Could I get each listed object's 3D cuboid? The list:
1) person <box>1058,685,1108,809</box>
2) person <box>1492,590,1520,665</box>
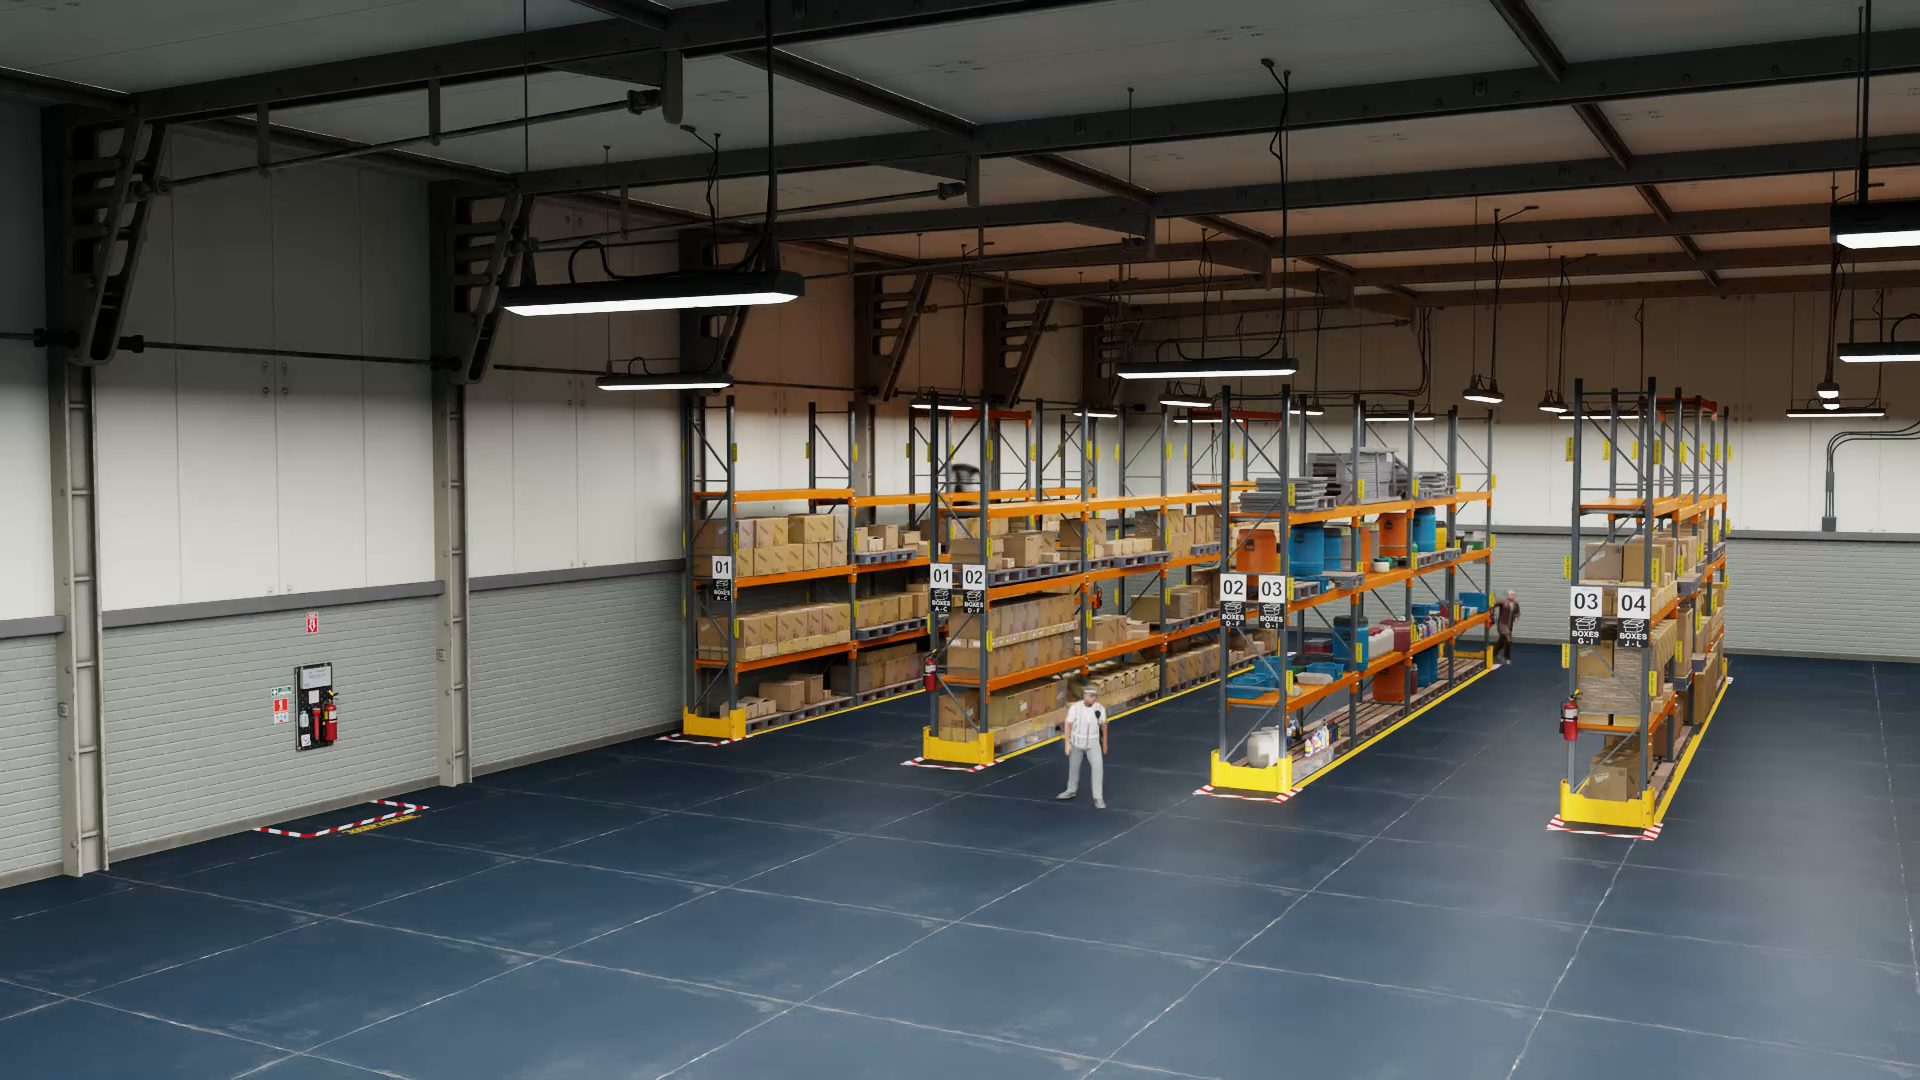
[{"bbox_3d":[1.774,2.900,23.632,0.691,1.704,0.909,0,3,-5],"label":"person"},{"bbox_3d":[12.886,2.063,39.496,0.685,1.789,0.869,-2,3,-30],"label":"person"}]
